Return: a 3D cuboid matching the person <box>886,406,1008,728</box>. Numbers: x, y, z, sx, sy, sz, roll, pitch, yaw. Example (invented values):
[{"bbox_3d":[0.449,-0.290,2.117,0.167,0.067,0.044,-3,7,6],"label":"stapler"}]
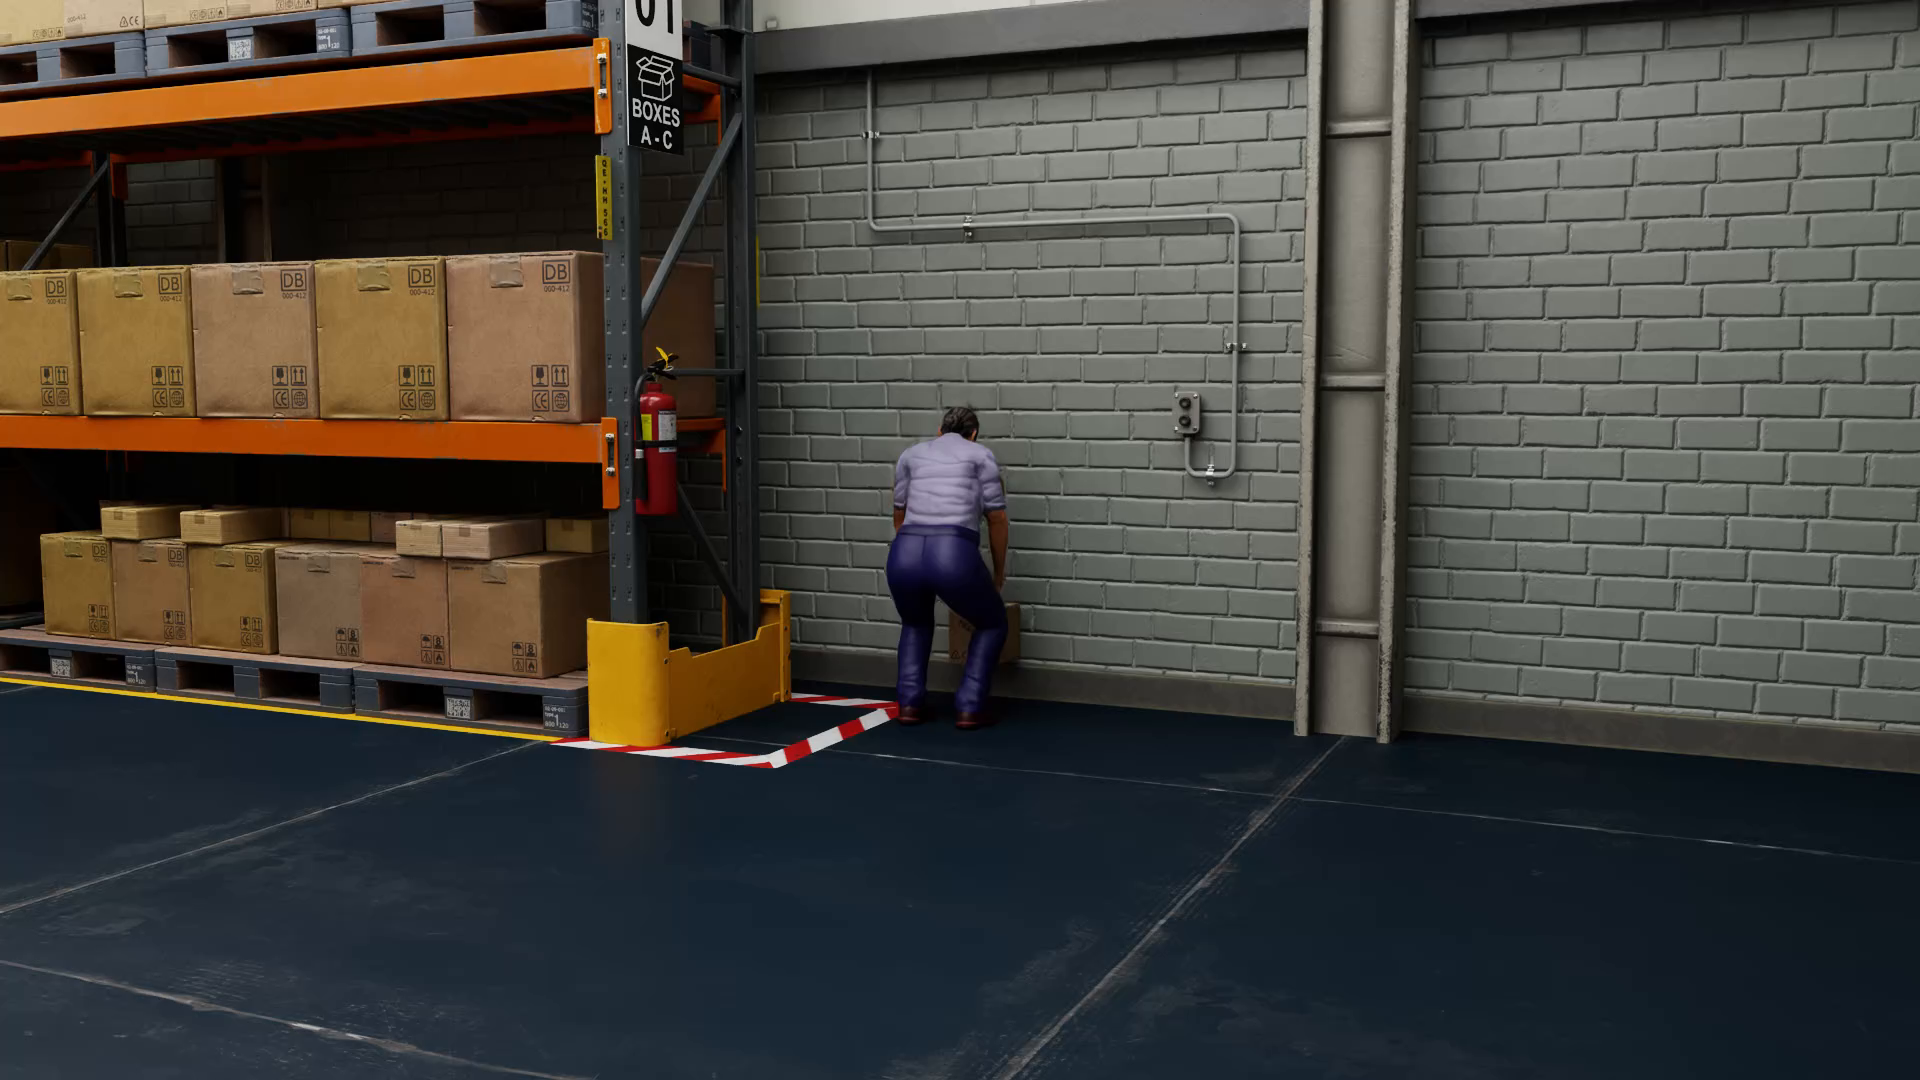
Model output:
[{"bbox_3d":[-0.080,0.113,7.190,0.536,1.368,0.654,2,6,22],"label":"person"}]
